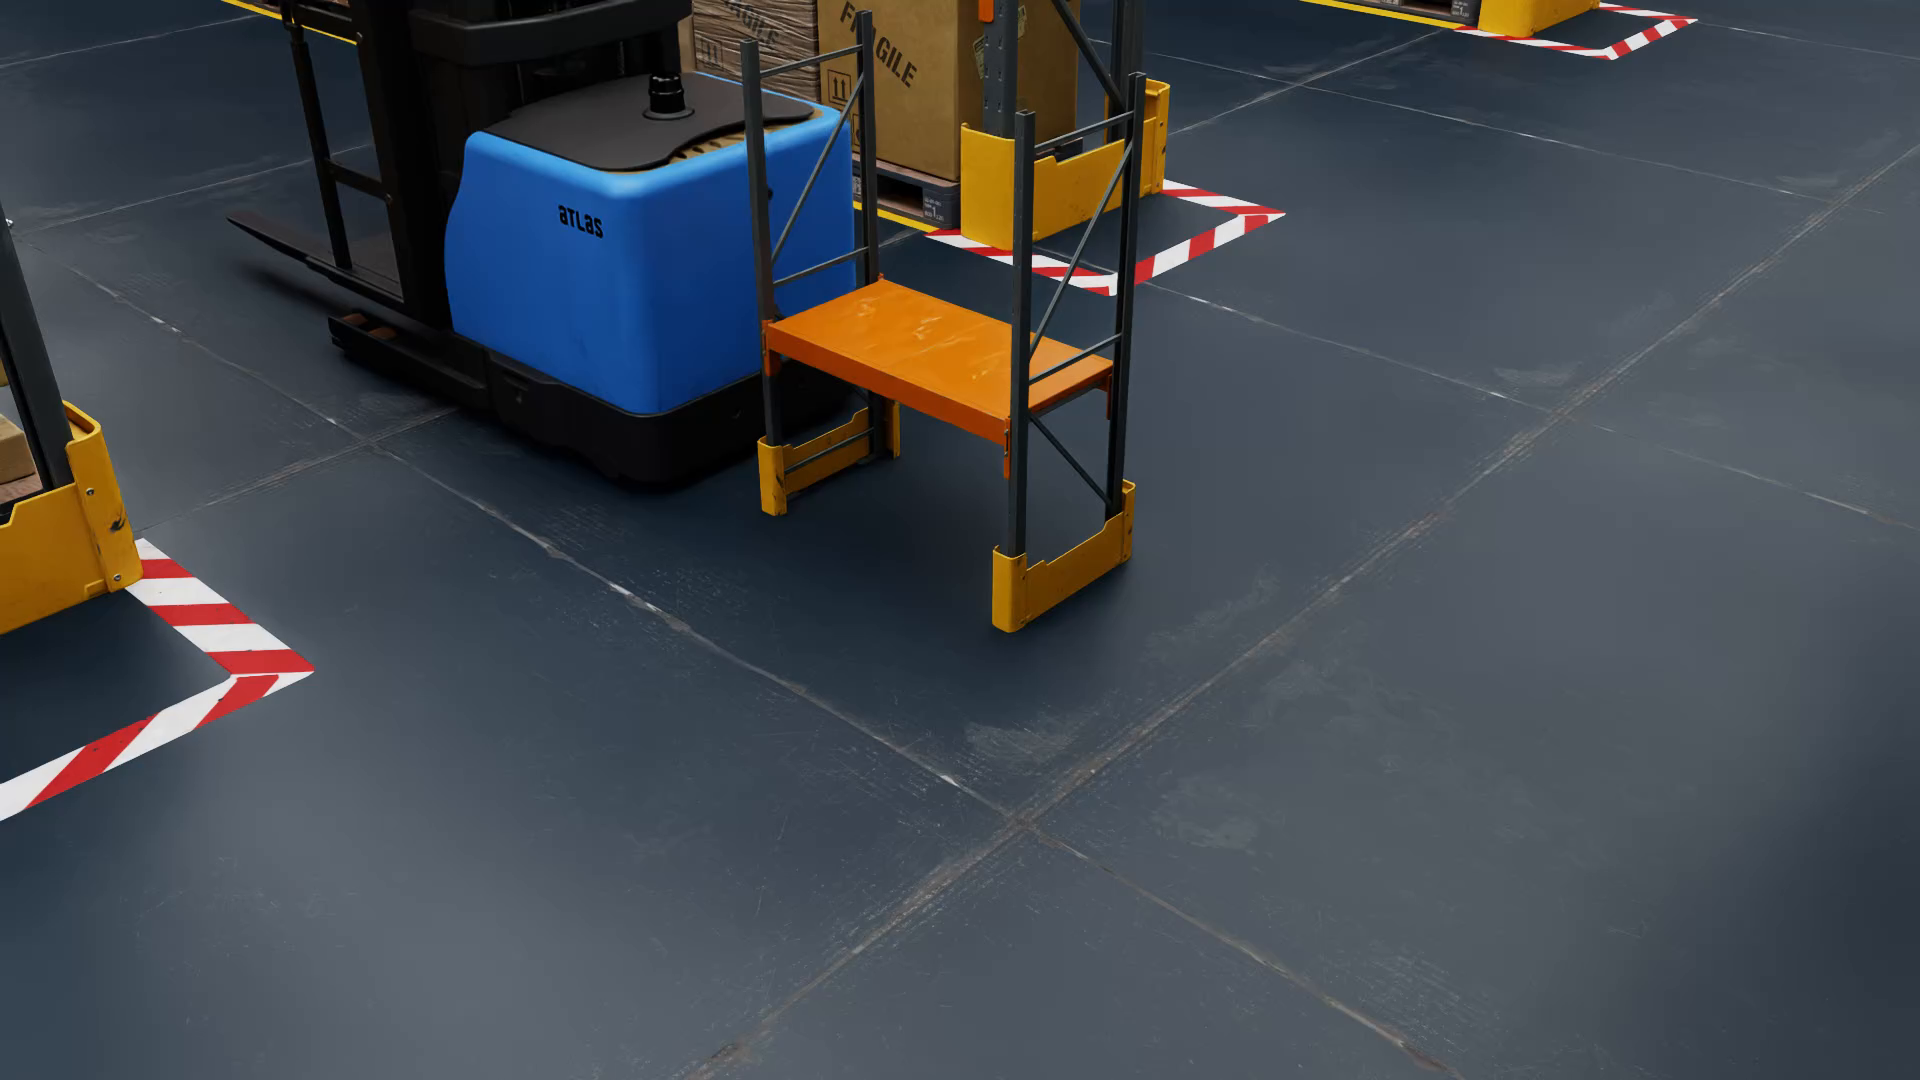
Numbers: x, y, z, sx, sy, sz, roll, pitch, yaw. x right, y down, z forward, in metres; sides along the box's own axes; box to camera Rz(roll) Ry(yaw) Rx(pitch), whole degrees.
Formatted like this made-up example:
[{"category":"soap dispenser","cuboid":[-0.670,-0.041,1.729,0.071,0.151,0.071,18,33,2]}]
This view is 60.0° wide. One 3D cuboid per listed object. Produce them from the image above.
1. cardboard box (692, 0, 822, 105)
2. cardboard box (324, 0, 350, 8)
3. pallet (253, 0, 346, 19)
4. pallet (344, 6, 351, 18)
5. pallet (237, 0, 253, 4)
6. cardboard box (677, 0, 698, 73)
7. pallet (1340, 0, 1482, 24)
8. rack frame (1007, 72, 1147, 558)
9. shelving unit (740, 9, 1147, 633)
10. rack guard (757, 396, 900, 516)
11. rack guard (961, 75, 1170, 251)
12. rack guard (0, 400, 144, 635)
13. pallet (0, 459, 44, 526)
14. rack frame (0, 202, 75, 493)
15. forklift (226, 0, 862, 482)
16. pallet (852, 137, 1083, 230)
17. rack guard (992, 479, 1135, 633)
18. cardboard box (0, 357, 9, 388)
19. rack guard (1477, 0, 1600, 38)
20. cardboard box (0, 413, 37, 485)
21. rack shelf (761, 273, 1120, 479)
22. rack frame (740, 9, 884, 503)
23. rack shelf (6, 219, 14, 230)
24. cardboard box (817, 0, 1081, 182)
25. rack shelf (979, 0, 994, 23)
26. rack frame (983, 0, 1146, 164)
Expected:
[{"category":"cardboard box","cuboid":[-0.724,-2.620,8.347,0.875,0.875,0.875,25,39,35]},{"category":"cardboard box","cuboid":[-3.638,-4.022,10.675,0.875,0.875,1.225,24,38,34]},{"category":"pallet","cuboid":[-4.019,-3.695,11.183,1.213,0.211,1.003,25,39,35]},{"category":"pallet","cuboid":[-3.110,-3.273,10.482,1.213,0.211,1.003,25,39,35]},{"category":"pallet","cuboid":[-4.919,-4.117,11.884,1.213,0.211,1.003,25,39,35]},{"category":"cardboard box","cuboid":[-1.384,-2.928,8.859,0.875,0.875,0.875,25,39,35]},{"category":"pallet","cuboid":[3.217,-3.844,11.431,1.213,0.211,1.003,25,39,35]},{"category":"rack frame","cuboid":[0.314,-0.496,4.620,0.032,1.500,0.500,25,39,35]},{"category":"shelving unit","cuboid":[-0.057,-0.669,4.907,1.083,1.500,0.587,25,39,35]},{"category":"rack guard","cuboid":[-0.426,-0.306,5.516,0.087,0.250,0.587,25,39,35]},{"category":"rack guard","cuboid":[0.496,-1.766,7.698,0.348,0.500,1.175,25,39,35]},{"category":"rack guard","cuboid":[-2.981,0.062,4.663,0.348,0.500,1.175,25,39,35]},{"category":"pallet","cuboid":[-3.560,-0.109,5.227,1.213,0.211,1.003,25,39,35]},{"category":"rack frame","cuboid":[-2.925,-0.983,3.975,0.127,3.000,1.000,25,39,35]},{"category":"forklift","cuboid":[-1.792,-2.077,5.858,3.031,2.935,1.130,24,39,34]},{"category":"pallet","cuboid":[-0.167,-1.897,8.196,1.213,0.211,1.003,25,39,35]},{"category":"rack guard","cuboid":[0.313,0.039,4.943,0.087,0.250,0.587,25,39,35]},{"category":"cardboard box","cuboid":[-3.085,-0.508,4.965,0.250,0.149,0.380,23,38,33]},{"category":"rack guard","cuboid":[3.829,-3.664,10.852,0.348,0.500,1.175,25,39,35]},{"category":"cardboard box","cuboid":[-3.098,-0.245,5.106,0.250,0.149,0.380,26,40,36]},{"category":"rack shelf","cuboid":[-0.063,-0.518,5.005,1.000,0.185,0.538,25,39,35]},{"category":"rack frame","cuboid":[-0.440,-0.848,5.204,0.032,1.500,0.500,25,39,35]},{"category":"rack shelf","cuboid":[-4.407,-1.367,5.310,4.000,0.370,1.077,25,39,35]},{"category":"cardboard box","cuboid":[-0.050,-2.305,7.824,0.875,0.875,0.875,25,39,35]},{"category":"rack shelf","cuboid":[-1.004,-3.229,8.402,4.000,0.370,1.077,25,39,35]},{"category":"rack frame","cuboid":[0.479,-2.845,7.067,0.127,3.000,1.000,25,39,35]}]
